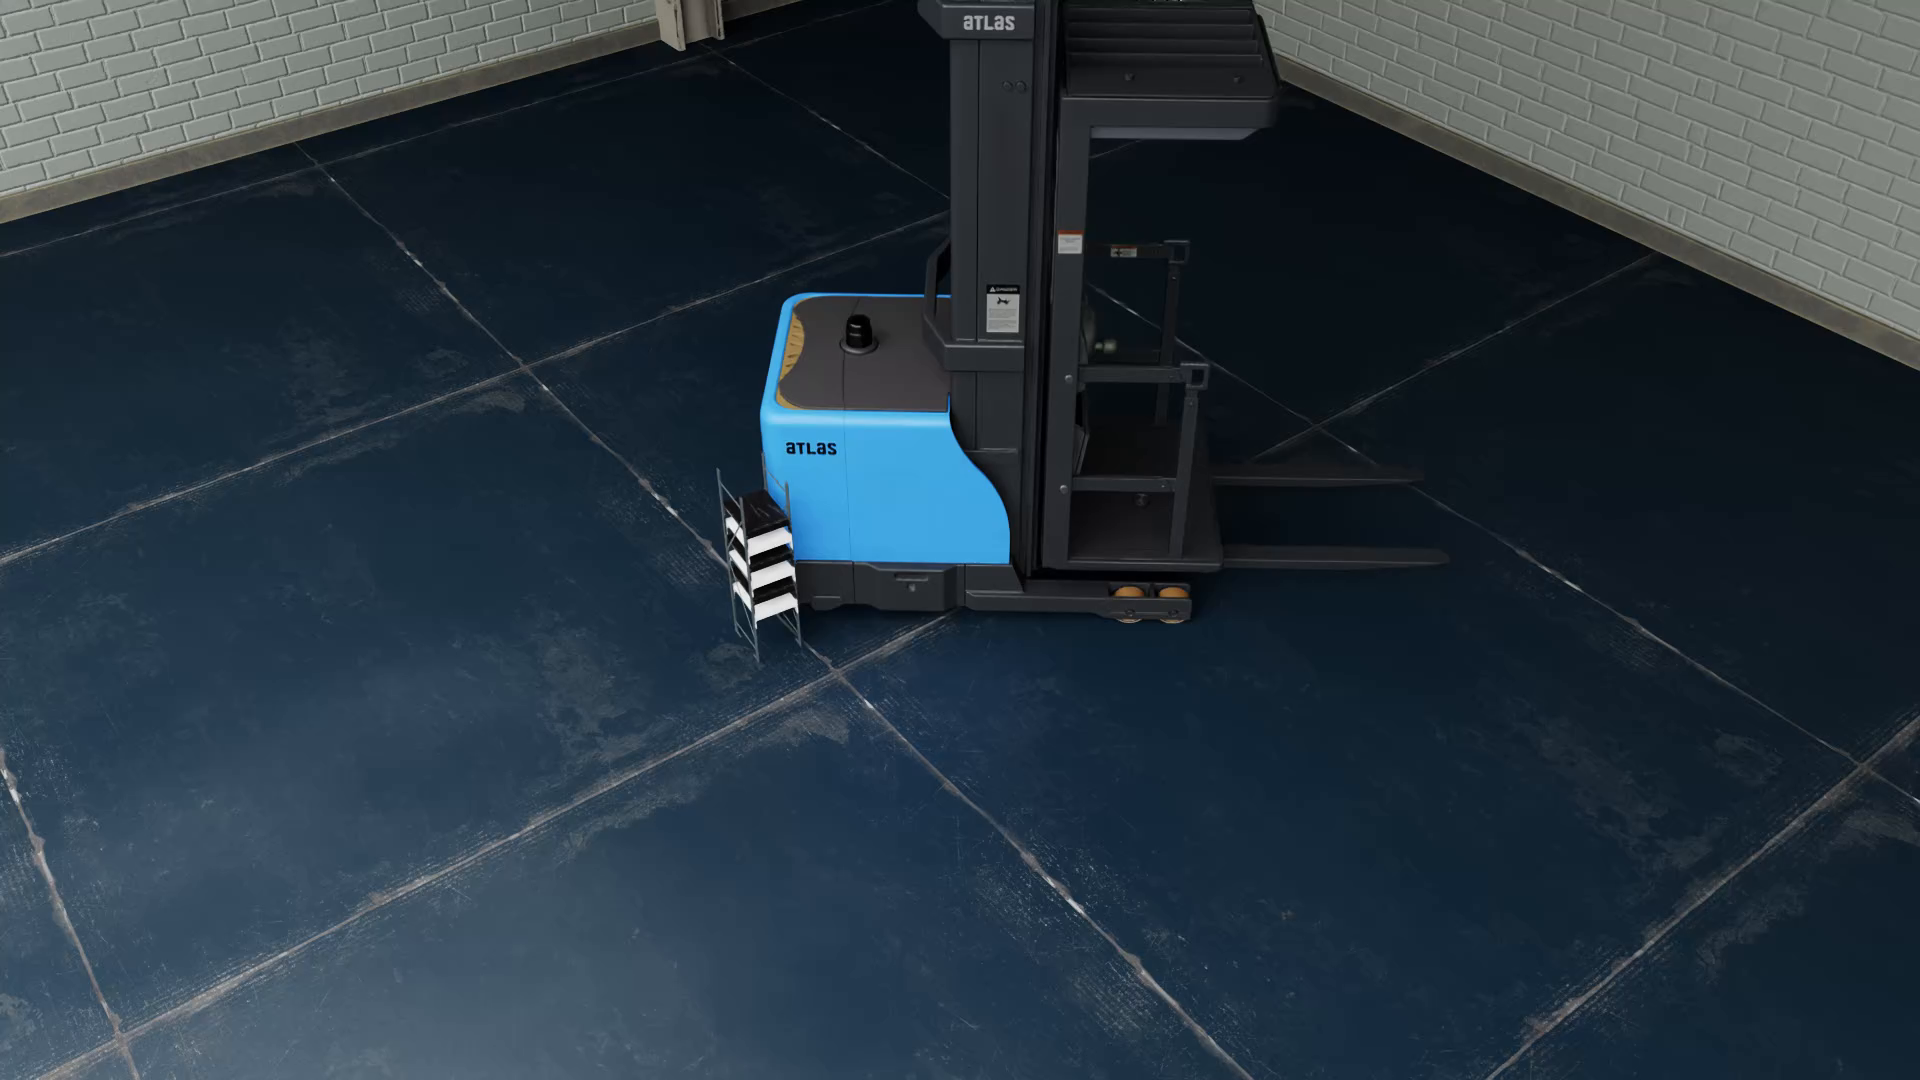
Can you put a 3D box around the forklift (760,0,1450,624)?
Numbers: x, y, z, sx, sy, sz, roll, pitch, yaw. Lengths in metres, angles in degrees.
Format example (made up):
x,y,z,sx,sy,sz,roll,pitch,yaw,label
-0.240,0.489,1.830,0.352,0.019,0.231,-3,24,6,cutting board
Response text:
x,y,z,sx,sy,sz,roll,pitch,yaw,label
0.682,-1.103,6.917,3.031,2.935,1.130,1,39,1,forklift

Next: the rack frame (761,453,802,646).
x,y,z,sx,sy,sz,roll,pitch,yaw,label
-0.761,0.053,7.110,0.006,0.900,0.240,-21,44,-23,rack frame

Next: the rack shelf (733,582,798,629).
x,y,z,sx,sy,sz,roll,pitch,yaw,label
-0.848,0.250,7.205,0.200,0.077,0.258,-21,44,-23,rack shelf

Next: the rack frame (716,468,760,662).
x,y,z,sx,sy,sz,roll,pitch,yaw,label
-0.936,0.119,7.030,0.006,0.900,0.240,-21,44,-23,rack frame

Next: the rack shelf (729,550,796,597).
x,y,z,sx,sy,sz,roll,pitch,yaw,label
-0.848,0.111,7.091,0.200,0.077,0.258,-21,44,-23,rack shelf

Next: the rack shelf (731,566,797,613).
x,y,z,sx,sy,sz,roll,pitch,yaw,label
-0.848,0.181,7.148,0.200,0.077,0.258,-21,44,-23,rack shelf

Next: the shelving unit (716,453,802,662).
x,y,z,sx,sy,sz,roll,pitch,yaw,label
-0.848,0.086,7.070,0.210,0.900,0.258,-21,44,-23,shelving unit

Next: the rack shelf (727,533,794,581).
x,y,z,sx,sy,sz,roll,pitch,yaw,label
-0.848,0.042,7.034,0.200,0.077,0.258,-21,44,-23,rack shelf

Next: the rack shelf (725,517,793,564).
x,y,z,sx,sy,sz,roll,pitch,yaw,label
-0.848,-0.028,6.977,0.200,0.077,0.258,-21,44,-23,rack shelf

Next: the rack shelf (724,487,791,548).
x,y,z,sx,sy,sz,roll,pitch,yaw,label
-0.848,-0.097,6.920,0.200,0.077,0.258,-21,44,-23,rack shelf

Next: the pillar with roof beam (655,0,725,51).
x,y,z,sx,sy,sz,roll,pitch,yaw,label
0.615,-5.079,6.980,0.400,9.000,9.100,-26,46,-28,pillar with roof beam
